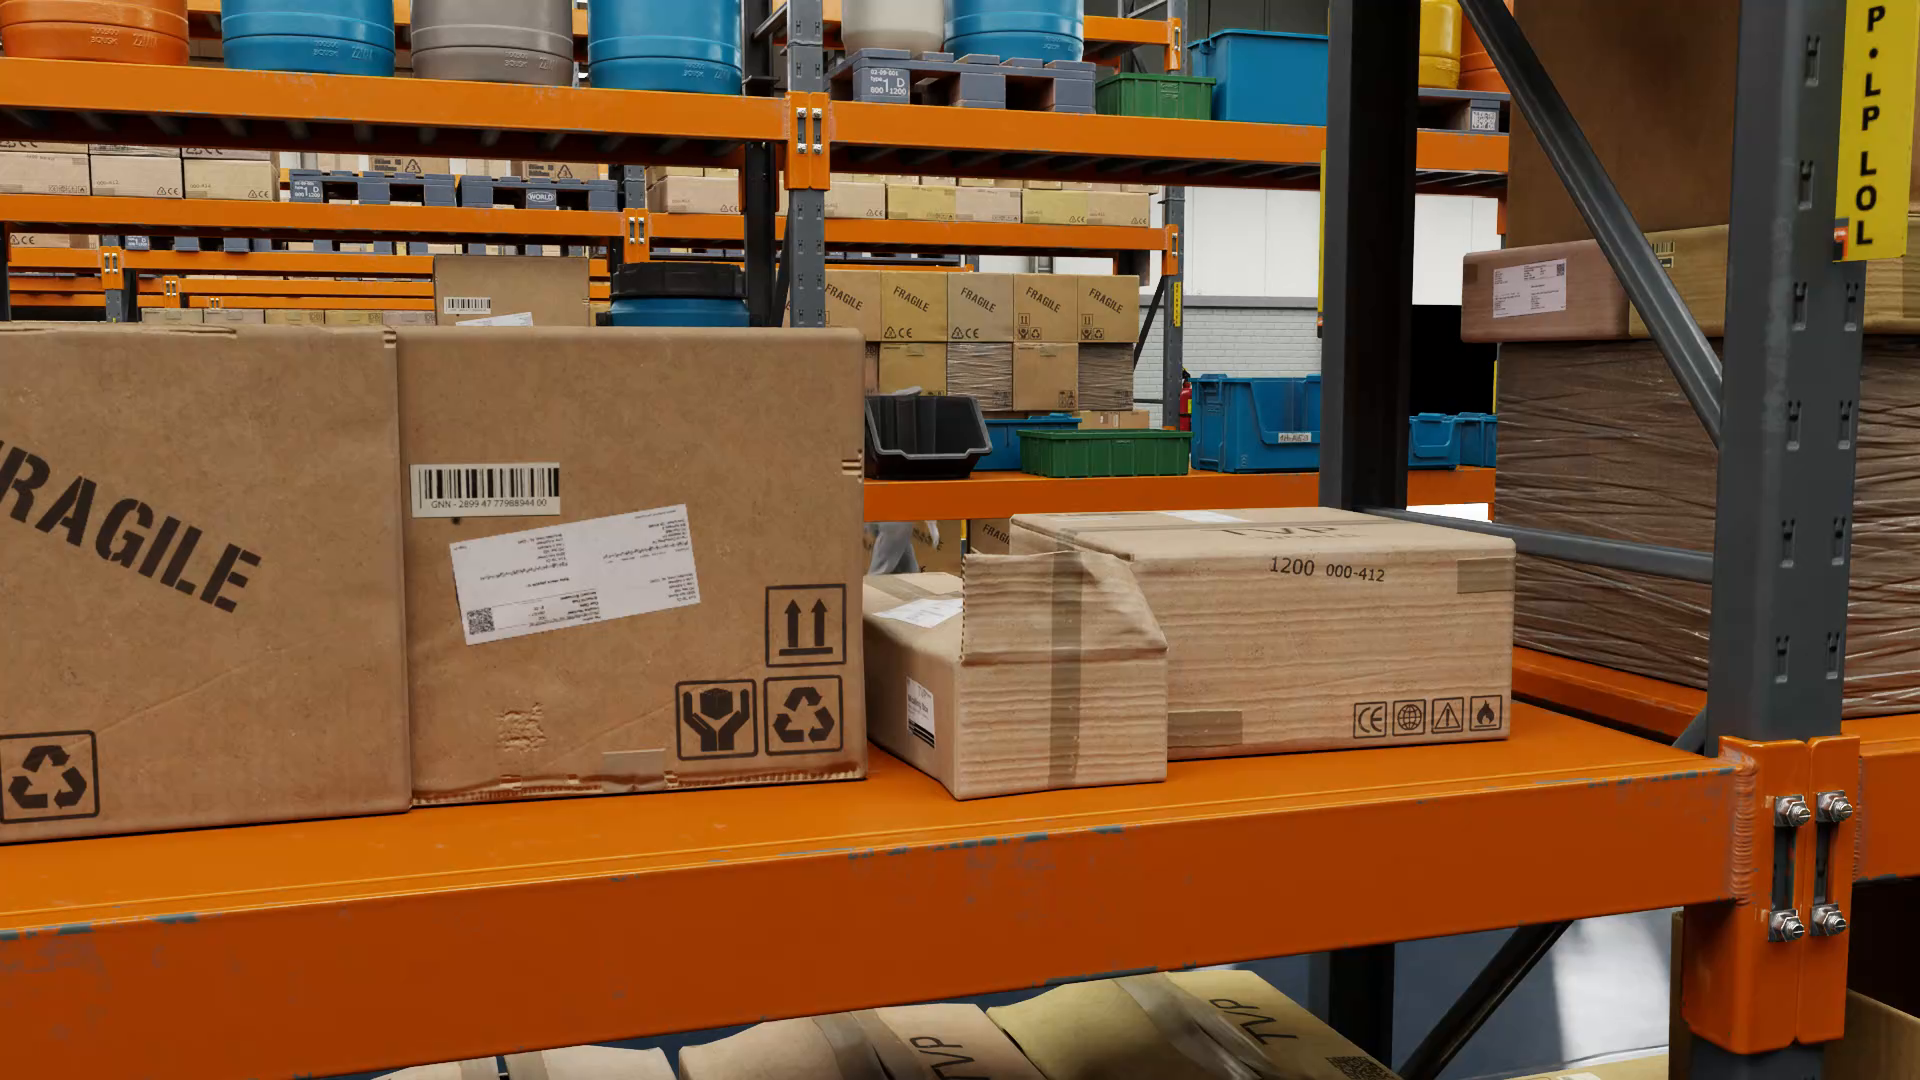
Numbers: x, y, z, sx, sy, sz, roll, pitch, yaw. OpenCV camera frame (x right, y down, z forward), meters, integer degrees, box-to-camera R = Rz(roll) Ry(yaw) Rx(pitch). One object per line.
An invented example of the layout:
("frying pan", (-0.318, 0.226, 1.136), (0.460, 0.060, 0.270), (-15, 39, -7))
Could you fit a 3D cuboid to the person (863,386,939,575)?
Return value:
("person", (-0.340, -0.138, 10.239), (0.963, 1.617, 0.514), (-4, 7, -33))
